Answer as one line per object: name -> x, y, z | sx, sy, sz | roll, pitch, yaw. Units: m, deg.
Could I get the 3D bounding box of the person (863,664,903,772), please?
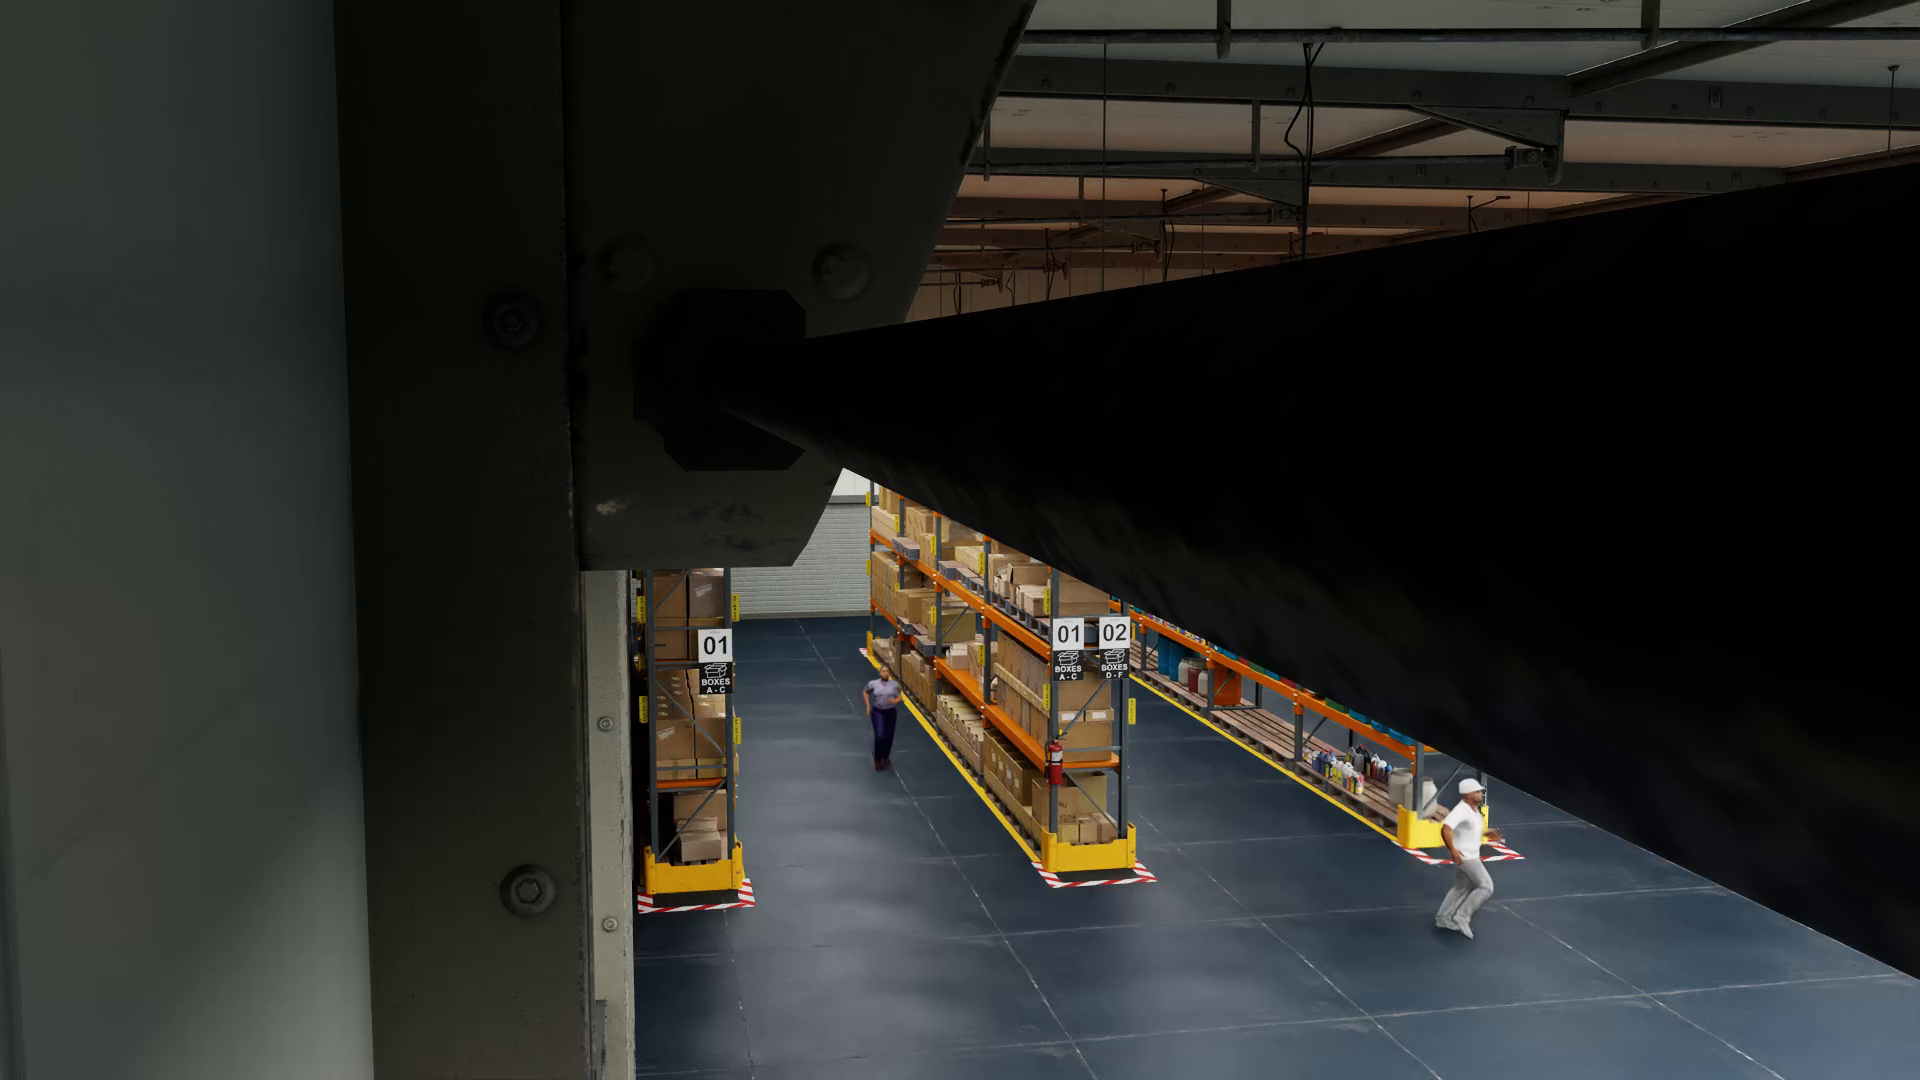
person -> -1.194, 2.794, 26.153 | 0.575, 1.689, 0.711 | -2, 6, -15

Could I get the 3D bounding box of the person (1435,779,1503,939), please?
person -> 5.677, 3.533, 18.536 | 0.701, 1.773, 0.691 | 2, 6, 16
